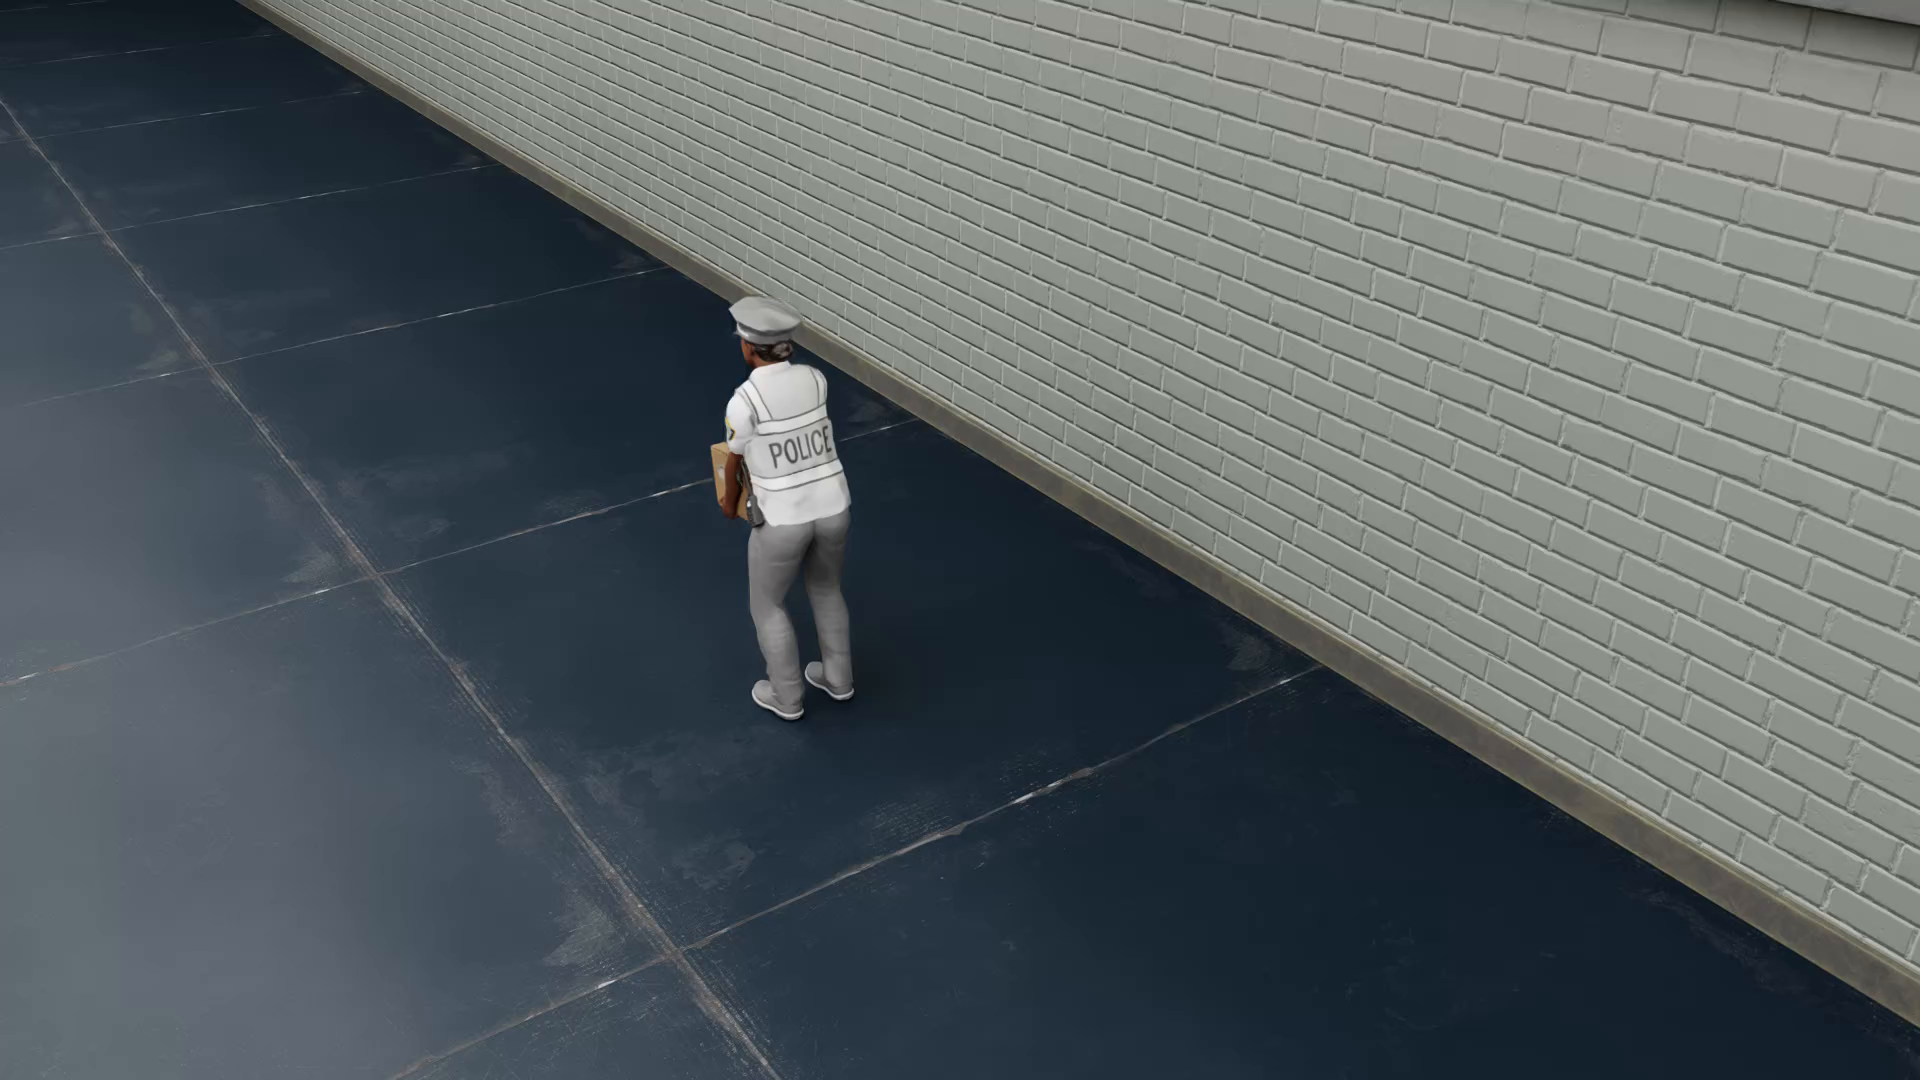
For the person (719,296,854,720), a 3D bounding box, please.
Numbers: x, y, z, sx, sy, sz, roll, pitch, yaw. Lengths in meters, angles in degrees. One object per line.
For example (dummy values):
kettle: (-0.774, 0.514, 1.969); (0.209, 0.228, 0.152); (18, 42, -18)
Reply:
person: (-0.675, -0.112, 6.356); (0.416, 1.646, 0.554); (-20, 34, -31)
